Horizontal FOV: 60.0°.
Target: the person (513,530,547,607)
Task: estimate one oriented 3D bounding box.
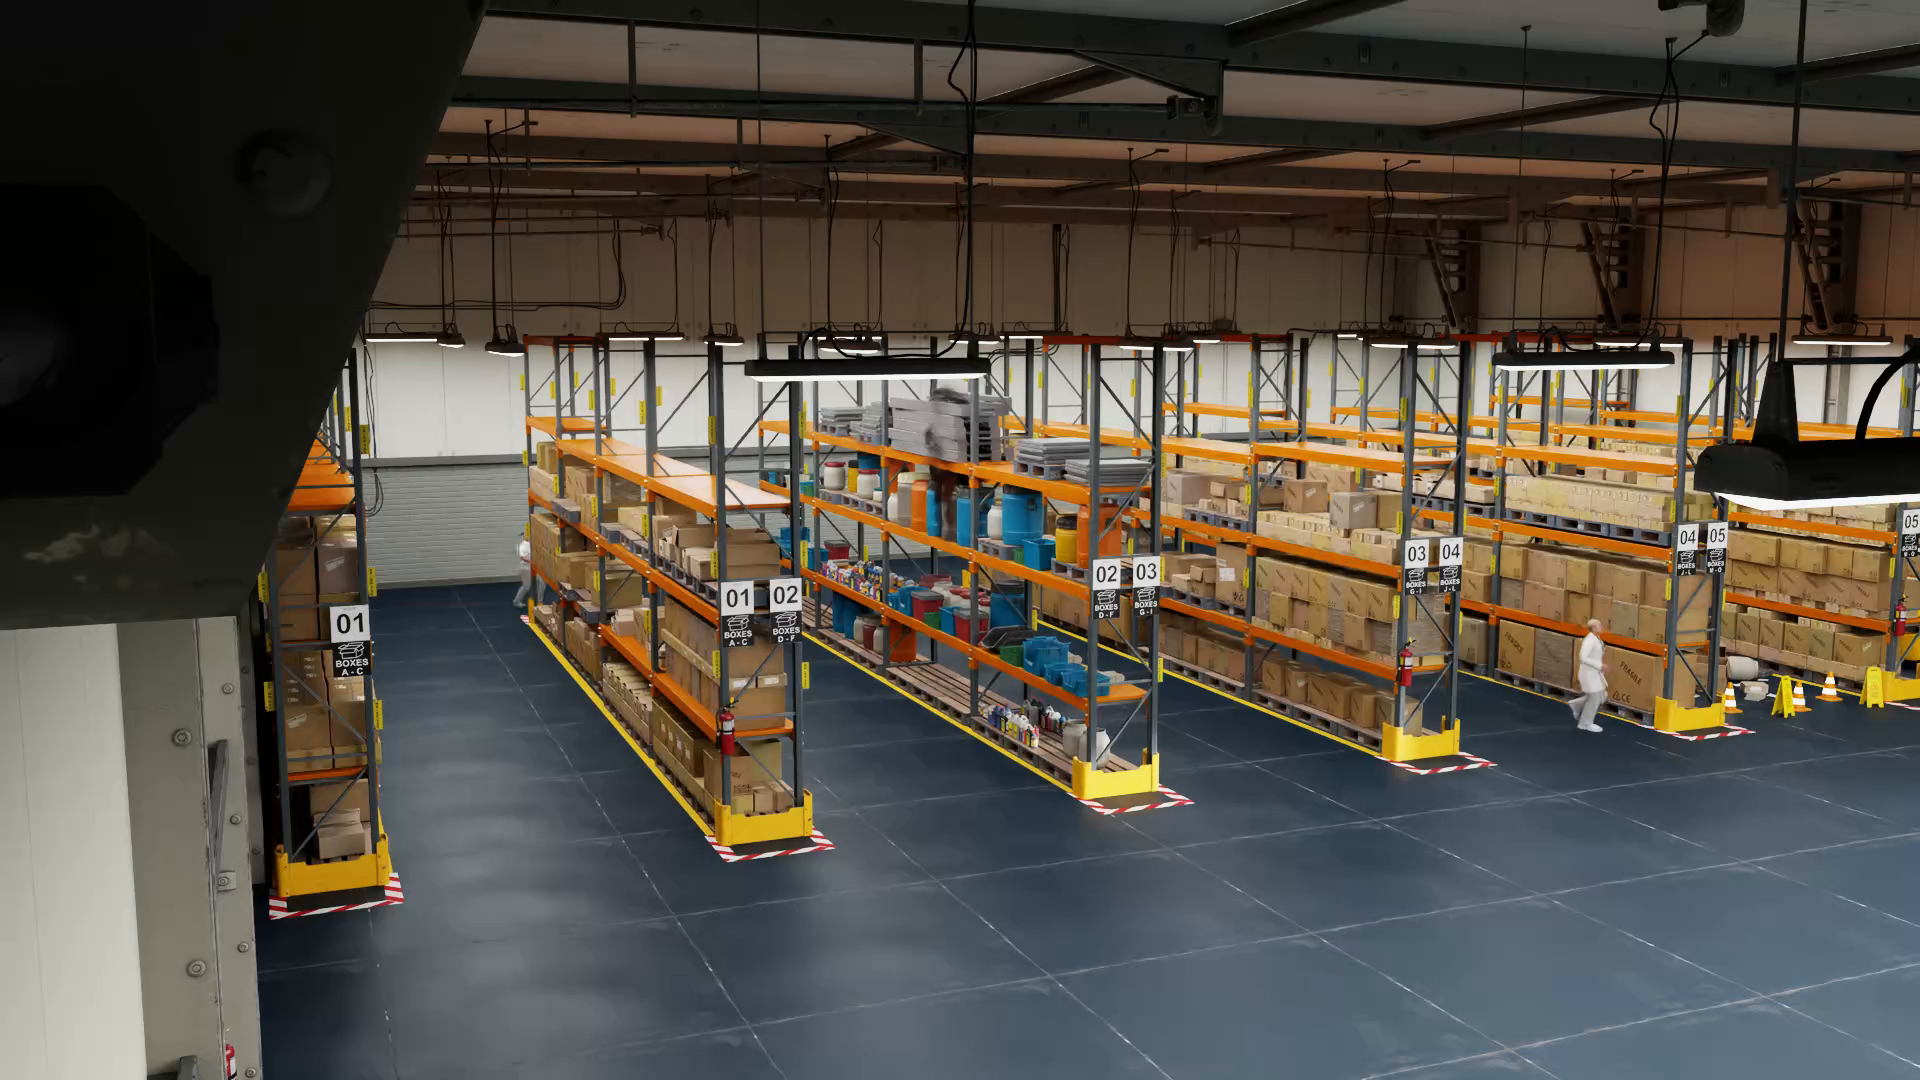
[{"bbox_3d":[-9.404,0.652,36.358,0.770,1.829,0.670,2,8,14],"label":"person"}]

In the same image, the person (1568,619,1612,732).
[{"bbox_3d":[9.726,2.082,25.572,0.619,1.749,0.702,5,9,33],"label":"person"}]
